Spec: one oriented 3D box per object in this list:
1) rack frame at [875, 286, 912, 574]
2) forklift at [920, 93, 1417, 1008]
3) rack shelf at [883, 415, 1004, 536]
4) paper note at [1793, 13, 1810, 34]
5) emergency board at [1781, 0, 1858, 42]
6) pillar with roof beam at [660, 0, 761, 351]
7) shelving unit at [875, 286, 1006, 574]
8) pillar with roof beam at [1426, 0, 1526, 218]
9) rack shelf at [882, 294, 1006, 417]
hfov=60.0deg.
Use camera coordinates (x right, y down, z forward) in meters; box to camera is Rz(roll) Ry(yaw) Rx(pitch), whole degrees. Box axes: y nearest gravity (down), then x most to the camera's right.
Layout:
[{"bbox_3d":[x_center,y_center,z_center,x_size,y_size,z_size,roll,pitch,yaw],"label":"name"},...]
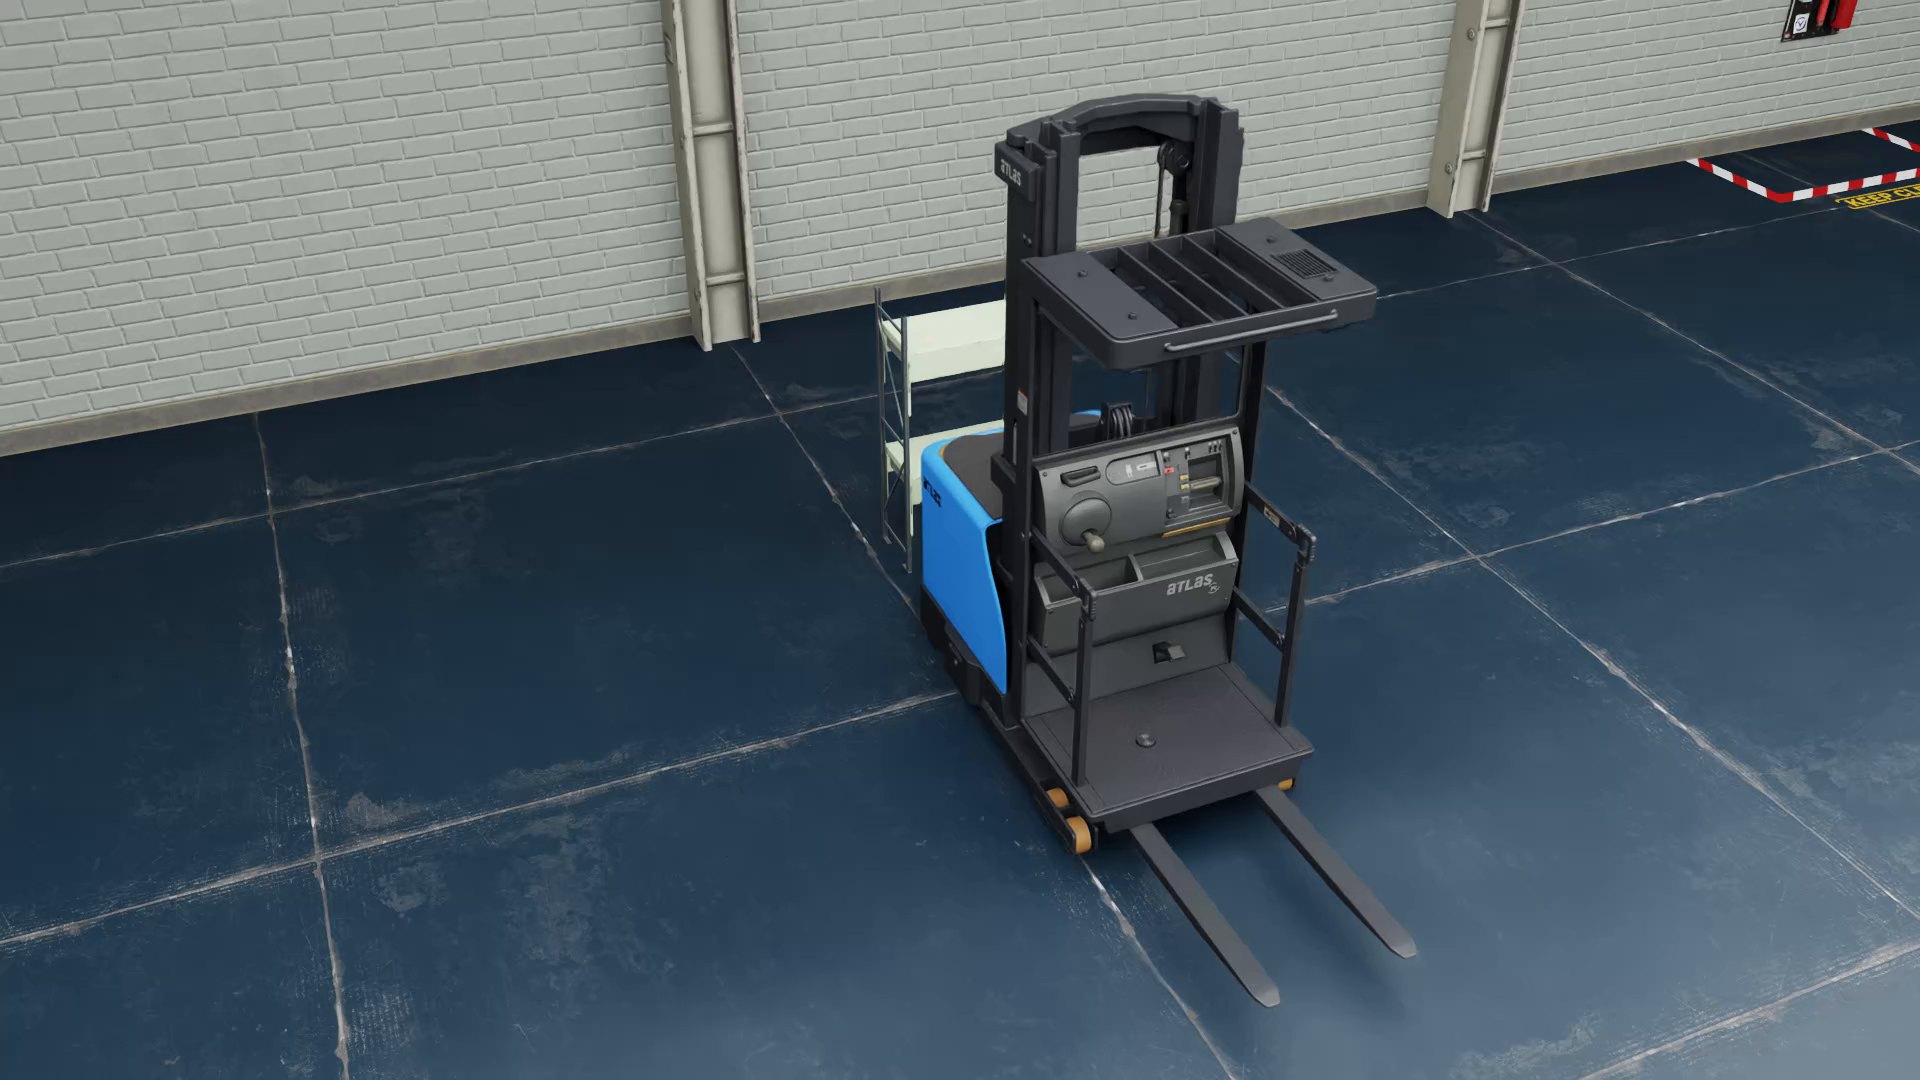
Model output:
[{"bbox_3d":[-0.344,-0.550,8.638,0.023,1.500,0.400,-13,35,-19],"label":"rack frame"},{"bbox_3d":[0.843,-0.151,6.713,1.130,2.935,3.031,-13,35,-19],"label":"forklift"},{"bbox_3d":[-0.006,-0.354,8.935,0.720,0.370,0.431,-13,35,-19],"label":"rack shelf"},{"bbox_3d":[6.996,-4.294,13.825,0.142,0.148,0.016,-13,35,-19],"label":"paper note"},{"bbox_3d":[7.185,-4.666,13.589,0.643,1.169,0.194,-13,35,-19],"label":"emergency board"},{"bbox_3d":[0.081,-2.985,5.504,0.400,9.000,9.100,-13,35,-19],"label":"pillar with roof beam"},{"bbox_3d":[-0.006,-0.627,8.757,0.755,1.500,0.431,-13,35,-19],"label":"shelving unit"},{"bbox_3d":[5.613,-4.252,7.451,0.400,9.000,9.100,-13,35,-19],"label":"pillar with roof beam"},{"bbox_3d":[-0.006,-0.954,8.544,0.720,0.370,0.431,-13,35,-19],"label":"rack shelf"}]
